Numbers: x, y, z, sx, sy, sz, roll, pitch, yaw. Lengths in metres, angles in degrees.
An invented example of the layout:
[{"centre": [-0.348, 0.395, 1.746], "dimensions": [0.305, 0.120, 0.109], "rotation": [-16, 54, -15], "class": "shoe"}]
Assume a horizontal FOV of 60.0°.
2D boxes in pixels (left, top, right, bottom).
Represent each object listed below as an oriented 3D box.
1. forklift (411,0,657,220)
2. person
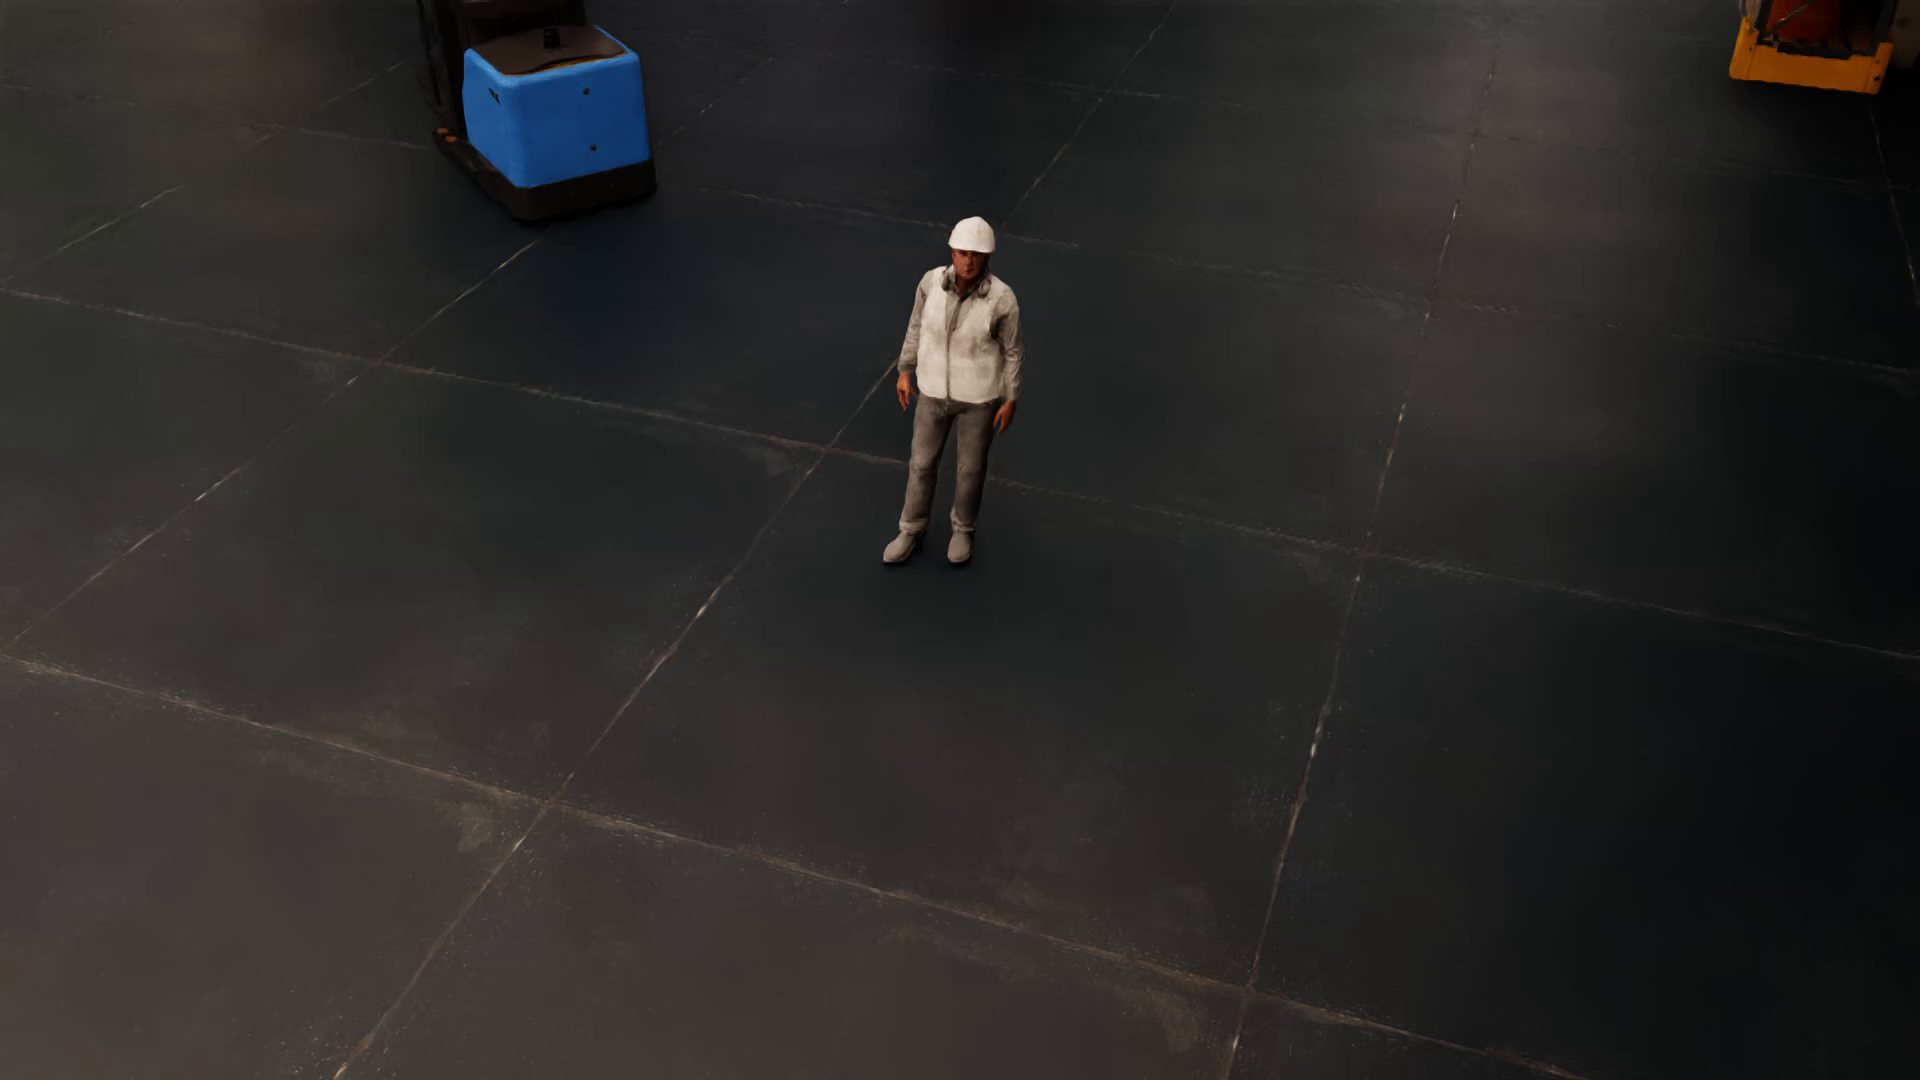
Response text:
[{"centre": [-3.433, -4.263, 12.123], "dimensions": [1.130, 2.935, 3.031], "rotation": [-20, 40, -26], "class": "forklift"}, {"centre": [-0.028, -0.697, 8.082], "dimensions": [0.632, 1.773, 0.567], "rotation": [12, 37, 16], "class": "person"}]
